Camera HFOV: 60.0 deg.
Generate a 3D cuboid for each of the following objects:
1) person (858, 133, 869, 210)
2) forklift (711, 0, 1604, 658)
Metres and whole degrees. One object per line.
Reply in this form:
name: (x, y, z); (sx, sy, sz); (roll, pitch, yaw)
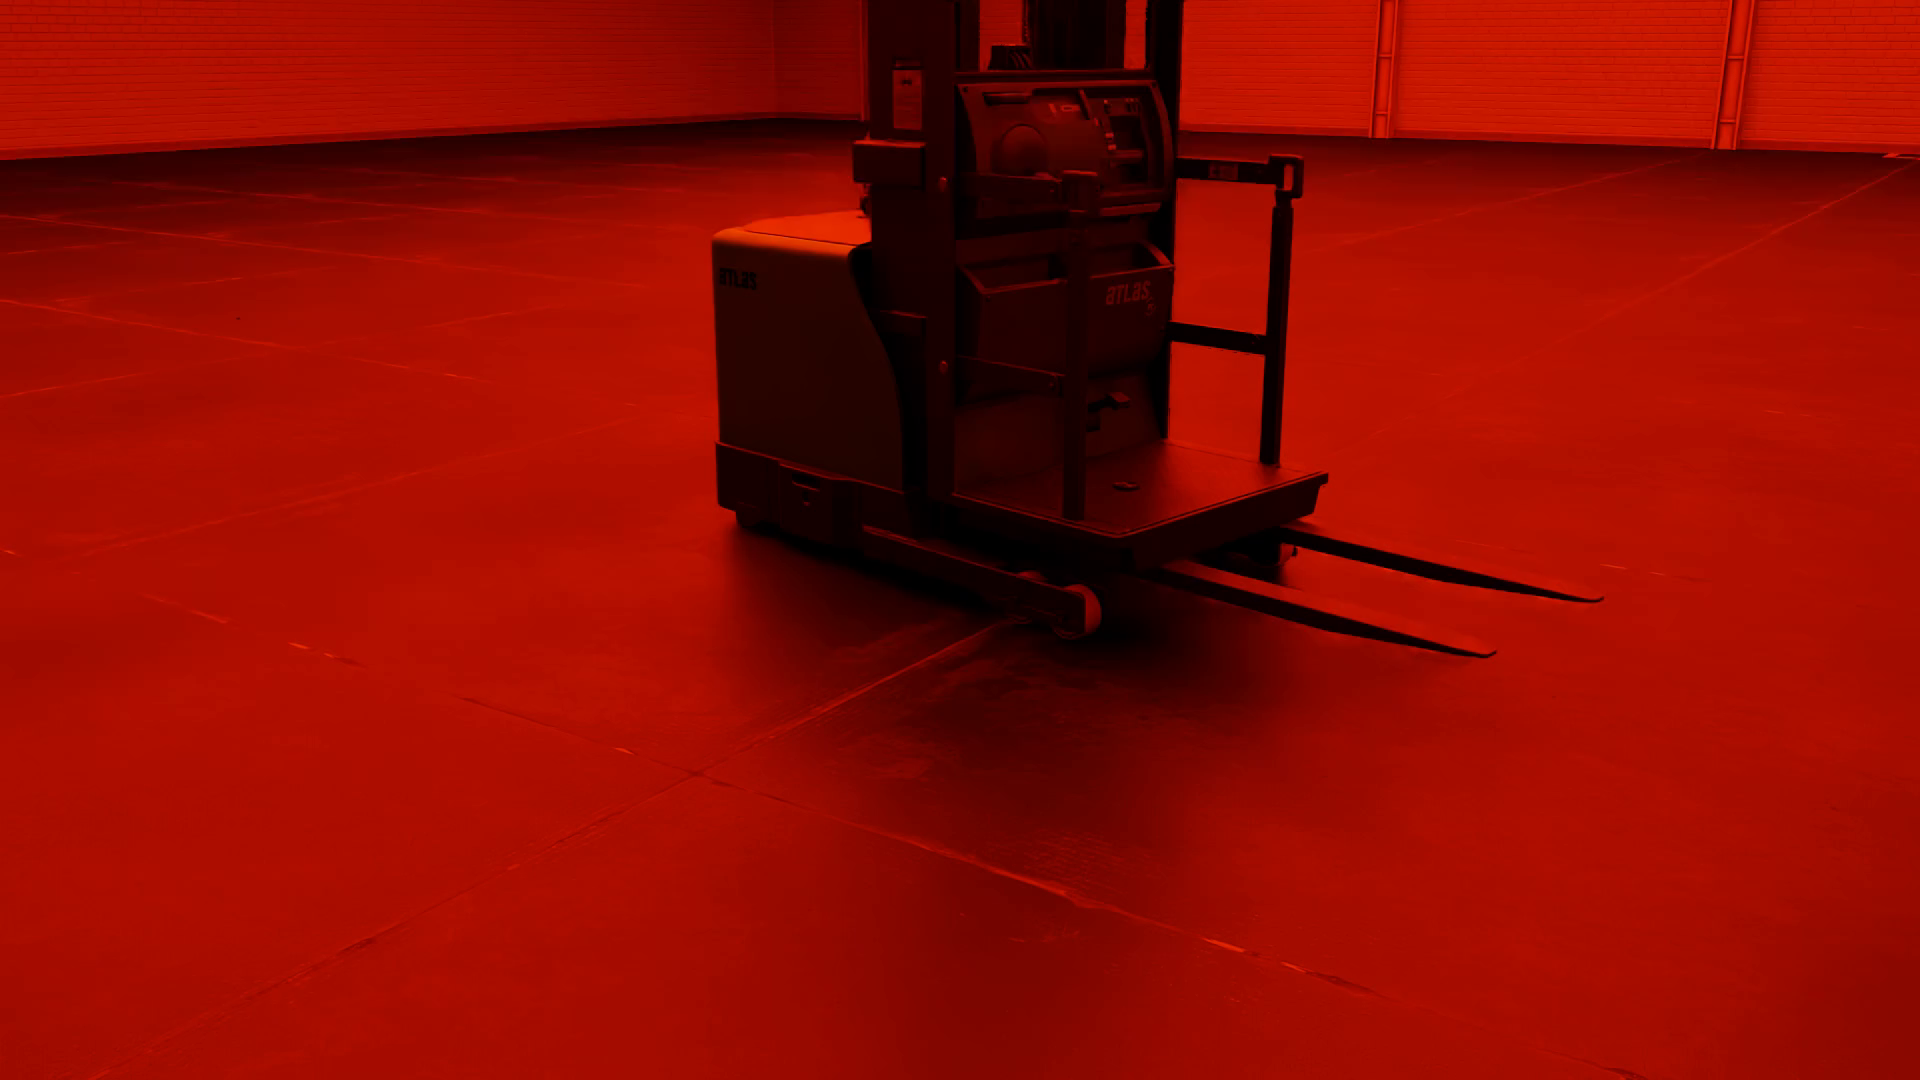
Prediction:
person: (-0.325, -1.527, 8.194); (0.361, 1.650, 0.473); (4, 17, 14)
forklift: (0.496, -1.273, 5.089); (1.130, 2.935, 3.031); (-16, 23, -42)
